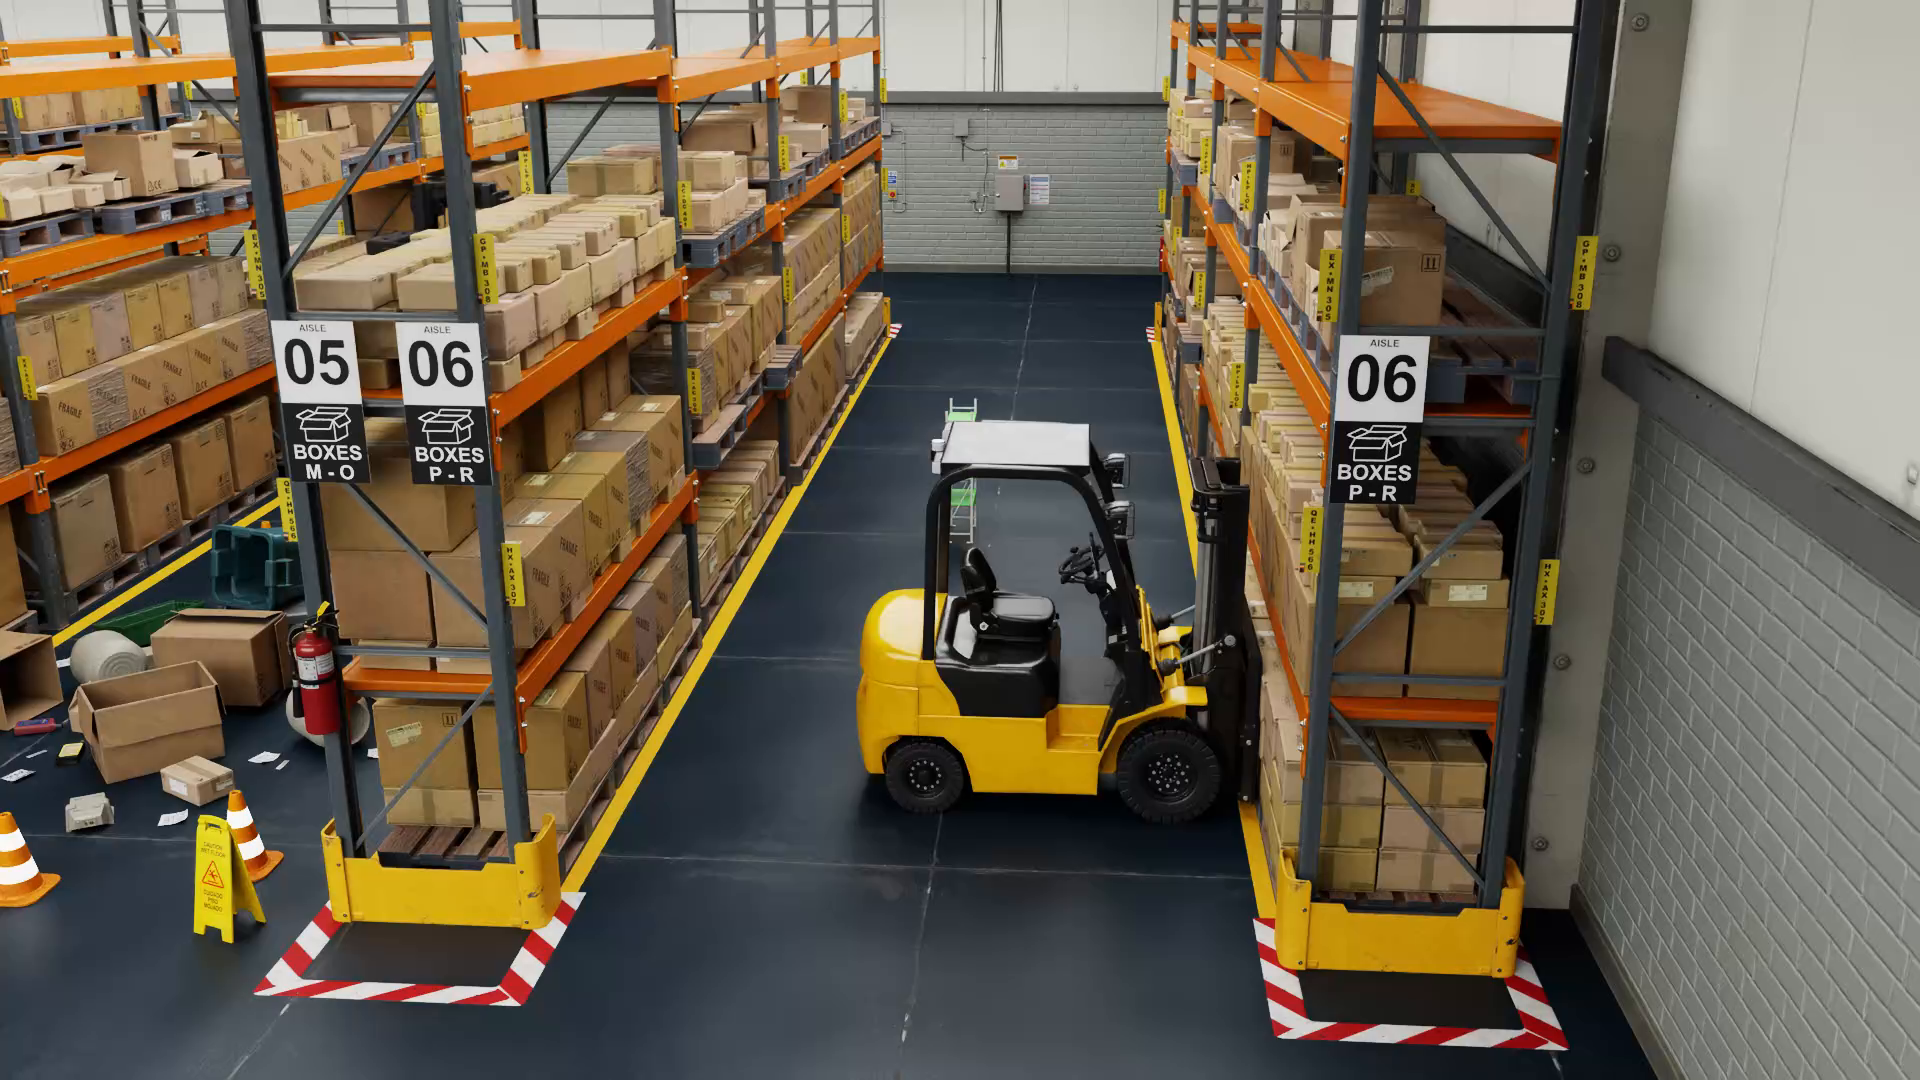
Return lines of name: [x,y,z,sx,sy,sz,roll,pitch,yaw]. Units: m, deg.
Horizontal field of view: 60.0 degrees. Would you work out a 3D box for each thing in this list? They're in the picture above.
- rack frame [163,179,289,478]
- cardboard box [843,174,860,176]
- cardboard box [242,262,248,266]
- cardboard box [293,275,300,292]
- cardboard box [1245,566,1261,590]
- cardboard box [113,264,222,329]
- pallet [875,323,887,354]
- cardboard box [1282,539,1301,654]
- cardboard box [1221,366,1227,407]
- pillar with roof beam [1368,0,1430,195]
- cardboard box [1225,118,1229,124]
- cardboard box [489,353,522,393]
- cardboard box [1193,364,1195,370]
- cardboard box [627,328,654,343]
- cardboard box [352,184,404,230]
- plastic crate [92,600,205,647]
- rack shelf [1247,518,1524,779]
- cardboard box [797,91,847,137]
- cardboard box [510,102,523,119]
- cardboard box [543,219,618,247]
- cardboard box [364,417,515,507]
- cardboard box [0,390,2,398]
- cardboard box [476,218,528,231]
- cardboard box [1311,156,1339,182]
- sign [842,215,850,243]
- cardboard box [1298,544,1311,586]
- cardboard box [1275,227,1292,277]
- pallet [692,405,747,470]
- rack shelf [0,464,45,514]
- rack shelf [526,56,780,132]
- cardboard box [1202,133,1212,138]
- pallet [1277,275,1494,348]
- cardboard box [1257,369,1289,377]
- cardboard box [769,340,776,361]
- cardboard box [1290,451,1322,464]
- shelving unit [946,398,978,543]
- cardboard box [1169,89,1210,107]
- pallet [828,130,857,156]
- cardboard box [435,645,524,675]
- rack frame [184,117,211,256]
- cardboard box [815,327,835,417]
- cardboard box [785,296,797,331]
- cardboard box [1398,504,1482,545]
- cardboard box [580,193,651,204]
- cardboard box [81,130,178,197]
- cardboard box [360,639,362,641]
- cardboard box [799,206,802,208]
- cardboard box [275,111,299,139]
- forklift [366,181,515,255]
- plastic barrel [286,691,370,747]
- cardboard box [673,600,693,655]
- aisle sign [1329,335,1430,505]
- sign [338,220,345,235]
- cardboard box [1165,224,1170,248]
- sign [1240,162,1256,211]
rack frame: [-7.117,-1.993,16.188,1.000,3.000,0.127,1,18,4]
cardboard box: [-1.499,-4.635,21.442,0.380,0.149,0.250,2,18,6]
cardboard box: [-7.462,-2.835,17.532,0.380,0.149,0.250,1,18,4]
cardboard box: [-6.874,-2.578,16.748,0.380,0.149,0.250,1,18,2]
cardboard box: [2.098,0.372,11.106,0.500,0.250,0.500,1,18,4]
cardboard box: [-7.194,-2.219,15.112,0.700,0.500,0.500,1,18,3]
pallet: [-1.578,-2.823,23.200,1.003,0.211,1.213,1,18,4]
cardboard box: [2.025,0.313,8.989,0.500,0.500,0.500,2,18,6]
cardboard box: [2.344,-1.205,13.221,0.500,0.250,0.500,2,18,5]
pillar with roof beam: [-0.710,-4.326,13.674,9.100,9.000,0.400,1,18,4]
cardboard box: [3.160,-4.645,18.555,0.380,0.149,0.250,1,18,3]
cardboard box: [-2.398,-0.831,8.228,0.380,0.149,0.250,1,18,4]
cardboard box: [2.763,-1.931,18.297,0.380,0.149,0.250,1,18,4]
cardboard box: [-2.621,-1.362,12.951,0.500,0.500,0.500,1,18,4]
cardboard box: [-7.066,-4.051,20.225,0.500,0.500,0.500,1,18,2]
plastic crate: [-6.109,0.642,12.571,0.450,0.188,0.662,0,15,35]
rack shelf: [2.349,0.401,10.036,1.077,0.370,4.000,1,18,4]
cardboard box: [-1.634,-5.054,19.717,0.500,0.500,0.500,2,18,5]
cardboard box: [-6.323,-5.920,22.795,0.500,0.250,0.500,1,18,2]
cardboard box: [-2.290,-1.849,10.053,0.380,0.149,0.250,1,18,5]
cardboard box: [-2.883,-0.414,9.124,0.700,0.500,0.500,1,18,4]
cardboard box: [-7.464,-1.221,11.857,0.875,0.550,0.550,1,18,4]
cardboard box: [-2.846,-1.860,10.088,0.380,0.149,0.250,1,18,3]
cardboard box: [2.982,-3.175,14.383,0.500,0.250,0.500,1,18,4]
sign: [-1.344,-3.660,19.542,0.100,0.325,0.005,1,18,4]
cardboard box: [1.939,0.131,8.504,0.380,0.149,0.250,2,18,5]
cardboard box: [2.083,-1.716,9.907,0.396,0.266,0.258,1,18,3]
pallet: [-2.259,-0.814,12.899,1.003,0.211,1.213,1,18,4]
rack shelf: [-7.547,0.213,10.613,1.077,0.370,4.000,1,18,4]
rack shelf: [-2.316,-3.611,13.291,1.077,0.370,4.000,1,18,4]
cardboard box: [2.586,-3.927,16.396,0.380,0.149,0.250,1,18,3]
pallet: [2.367,-1.302,9.403,1.003,0.211,1.213,1,18,4]
cardboard box: [2.365,-1.184,12.517,0.380,0.149,0.250,1,18,4]
cardboard box: [-1.882,-1.723,15.092,0.380,0.149,0.250,1,18,3]
cardboard box: [2.125,-0.409,9.674,0.380,0.149,0.250,2,18,5]
shelving unit: [0.012,-0.622,14.893,0.258,1.200,0.503,1,18,4]
cardboard box: [3.070,-5.890,22.223,0.500,0.250,0.500,1,18,3]
pallet: [-1.817,-4.793,20.059,1.003,0.211,1.213,1,18,4]
cardboard box: [-2.515,0.589,8.710,0.380,0.149,0.250,1,18,4]
rack frame: [-11.483,-4.620,24.204,1.000,3.000,0.127,1,18,4]
cardboard box: [-1.907,-1.871,18.553,0.875,0.875,0.875,2,18,6]
cardboard box: [-1.890,-2.232,16.355,0.500,0.250,0.500,1,18,4]
cardboard box: [2.500,-0.079,8.667,0.380,0.149,0.250,2,18,5]
cardboard box: [-2.562,-2.410,12.209,0.500,0.250,0.500,1,18,3]
cardboard box: [-6.962,-3.167,13.957,0.500,0.500,0.500,1,18,4]
cardboard box: [-3.025,0.488,9.019,0.380,0.149,0.250,1,18,3]
cardboard box: [-2.127,-3.831,20.032,0.500,0.500,0.500,1,18,3]
cardboard box: [-6.776,-4.109,16.439,0.396,0.266,0.258,1,18,4]
forklift: [-4.878,-1.880,15.954,1.130,2.935,3.031,2,18,7]
plastic barrel: [-4.108,1.120,10.825,0.512,0.421,0.421,17,25,41]
cardboard box: [-2.233,0.625,11.939,0.500,0.250,0.500,2,18,6]
aisle sign: [1.908,-0.541,7.582,0.394,0.787,0.004,1,18,4]
sign: [-7.372,-3.656,19.874,0.100,0.325,0.005,1,18,4]
cardboard box: [3.015,-4.067,22.282,0.500,0.250,0.500,1,18,5]
sign: [1.950,-2.391,11.251,0.100,0.325,0.005,1,18,4]
